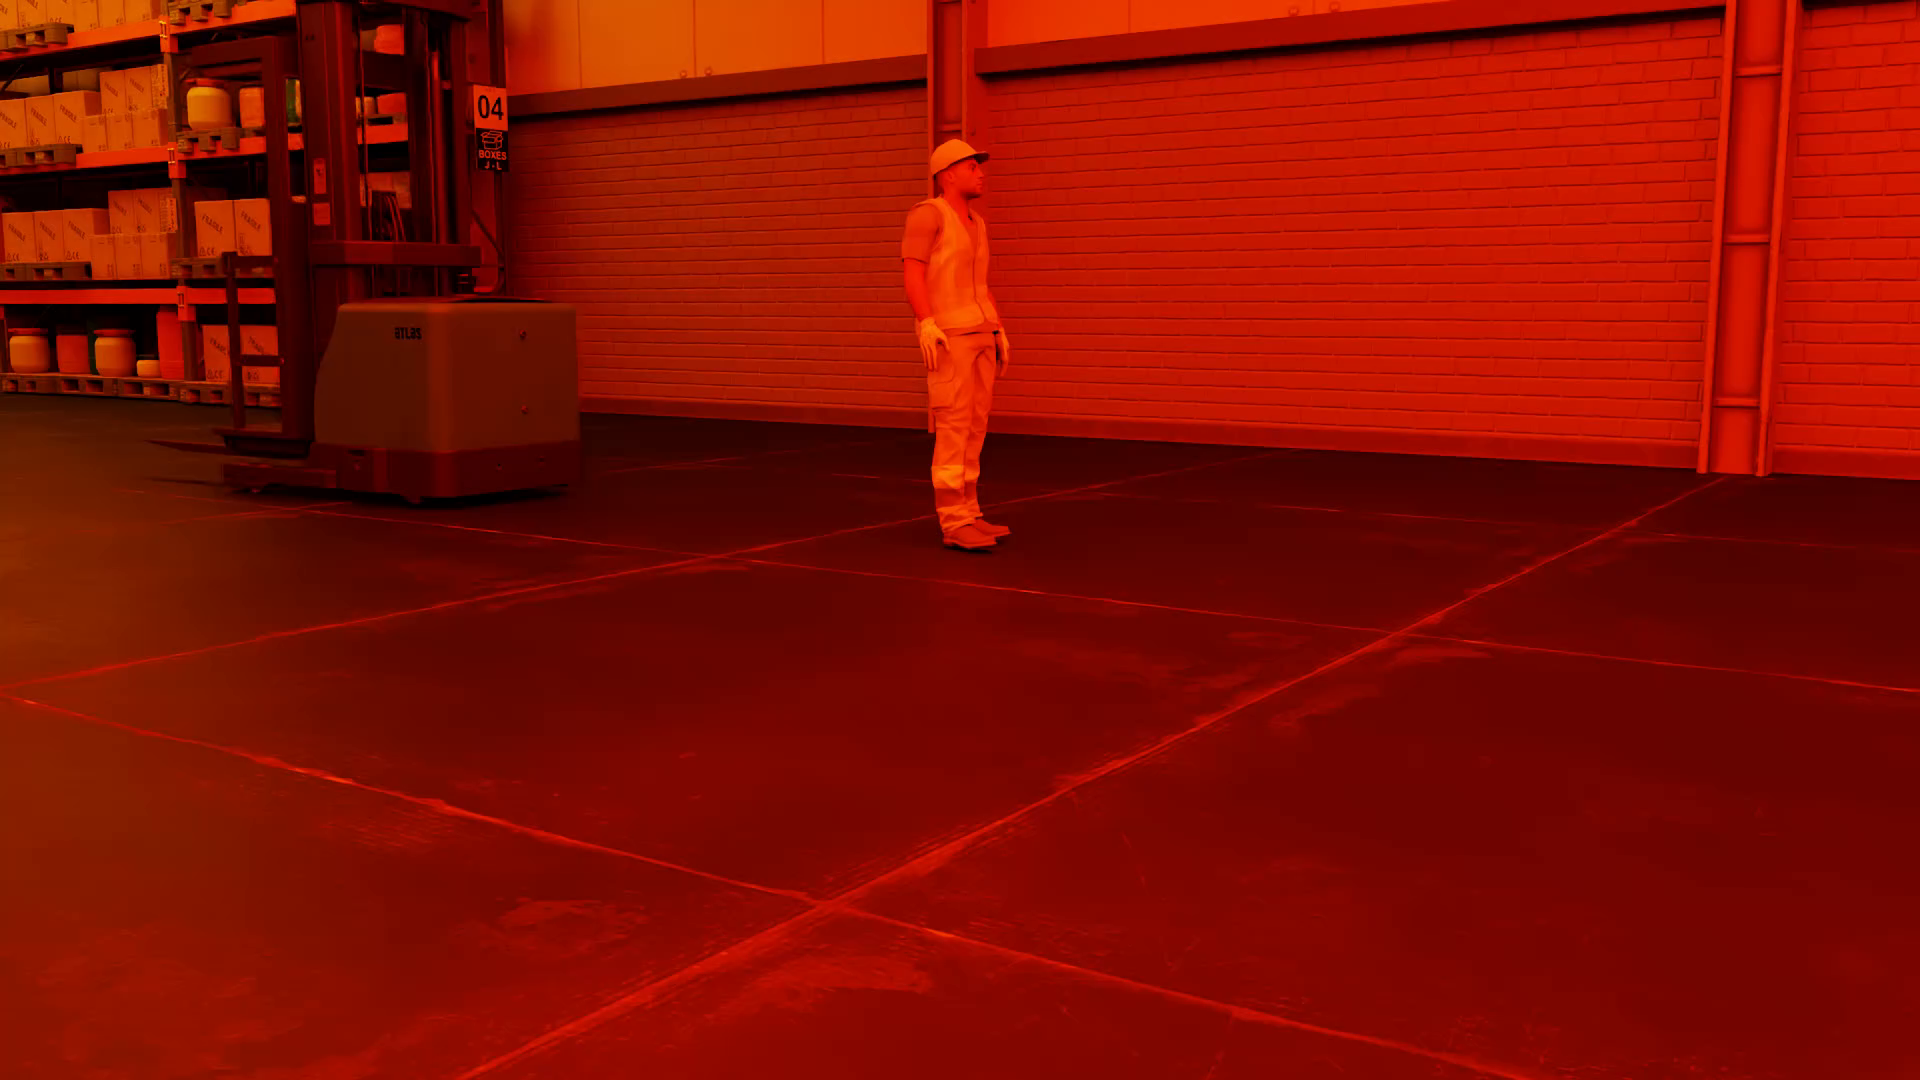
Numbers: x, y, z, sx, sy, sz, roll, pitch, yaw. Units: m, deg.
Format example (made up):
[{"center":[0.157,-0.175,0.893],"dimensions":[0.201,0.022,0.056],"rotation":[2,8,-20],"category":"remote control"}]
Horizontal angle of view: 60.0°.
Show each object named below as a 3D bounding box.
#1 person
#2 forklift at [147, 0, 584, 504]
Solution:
[{"center":[0.059,-0.885,7.422],"dimensions":[0.564,1.787,0.637],"rotation":[5,10,34],"category":"person"},{"center":[-3.641,-1.773,9.661],"dimensions":[3.031,2.935,1.130],"rotation":[5,10,33],"category":"forklift"}]
